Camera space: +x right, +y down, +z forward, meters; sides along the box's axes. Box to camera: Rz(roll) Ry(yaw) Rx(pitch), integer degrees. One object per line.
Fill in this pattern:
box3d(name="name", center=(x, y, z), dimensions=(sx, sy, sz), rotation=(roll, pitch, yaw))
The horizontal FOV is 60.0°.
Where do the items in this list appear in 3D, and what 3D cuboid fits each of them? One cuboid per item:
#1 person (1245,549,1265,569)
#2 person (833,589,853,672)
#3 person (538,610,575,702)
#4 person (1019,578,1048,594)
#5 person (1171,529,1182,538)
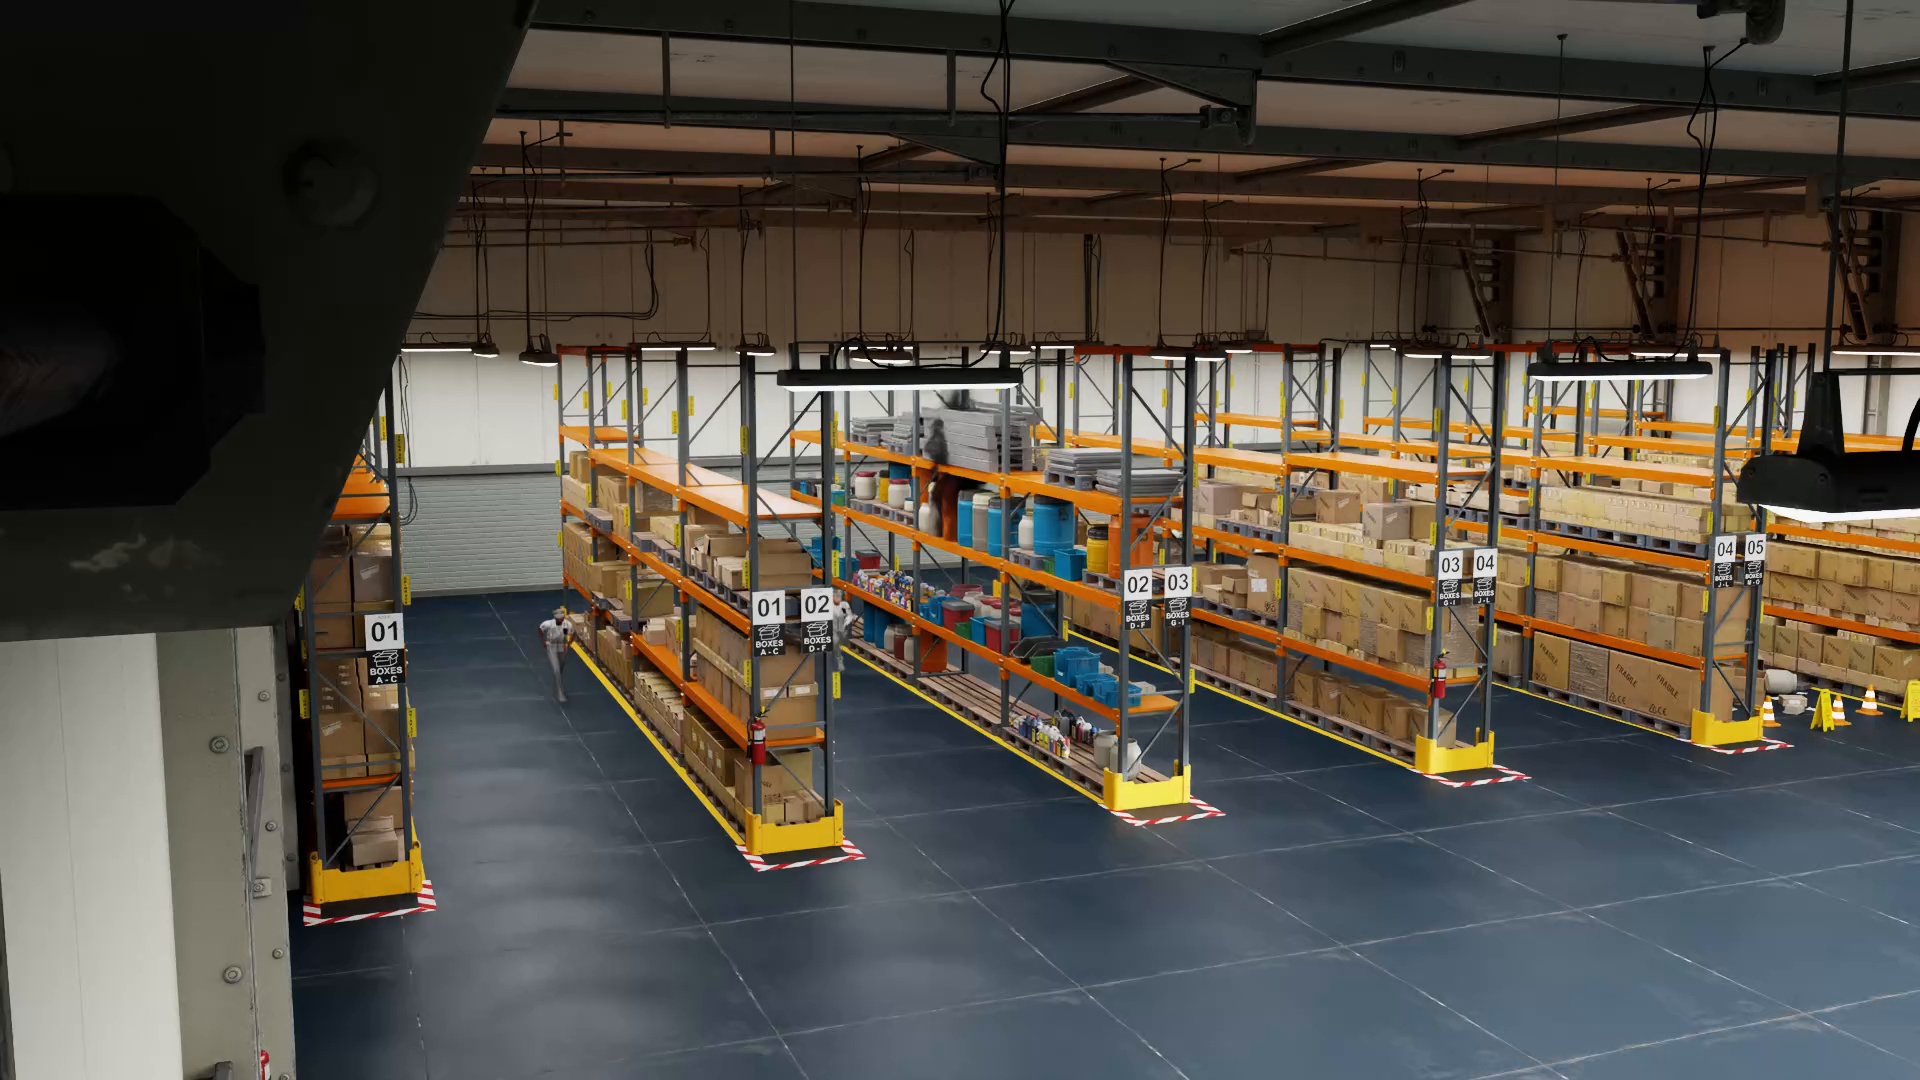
box3d(name="person", center=(6.230, 1.069, 34.499), dimensions=(0.623, 1.837, 0.850), rotation=(-2, 8, -17))
box3d(name="person", center=(-2.268, 1.627, 30.218), dimensions=(0.619, 1.563, 1.026), rotation=(-3, 8, -23))
box3d(name="person", center=(-6.941, 1.941, 28.638), dimensions=(0.611, 1.622, 0.973), rotation=(-2, 8, -17))
box3d(name="person", center=(1.509, 1.268, 33.424), dimensions=(0.661, 1.682, 0.585), rotation=(-3, 8, -21))
box3d(name="person", center=(5.414, 0.183, 41.614), dimensions=(0.658, 1.741, 0.679), rotation=(6, 9, 40))
